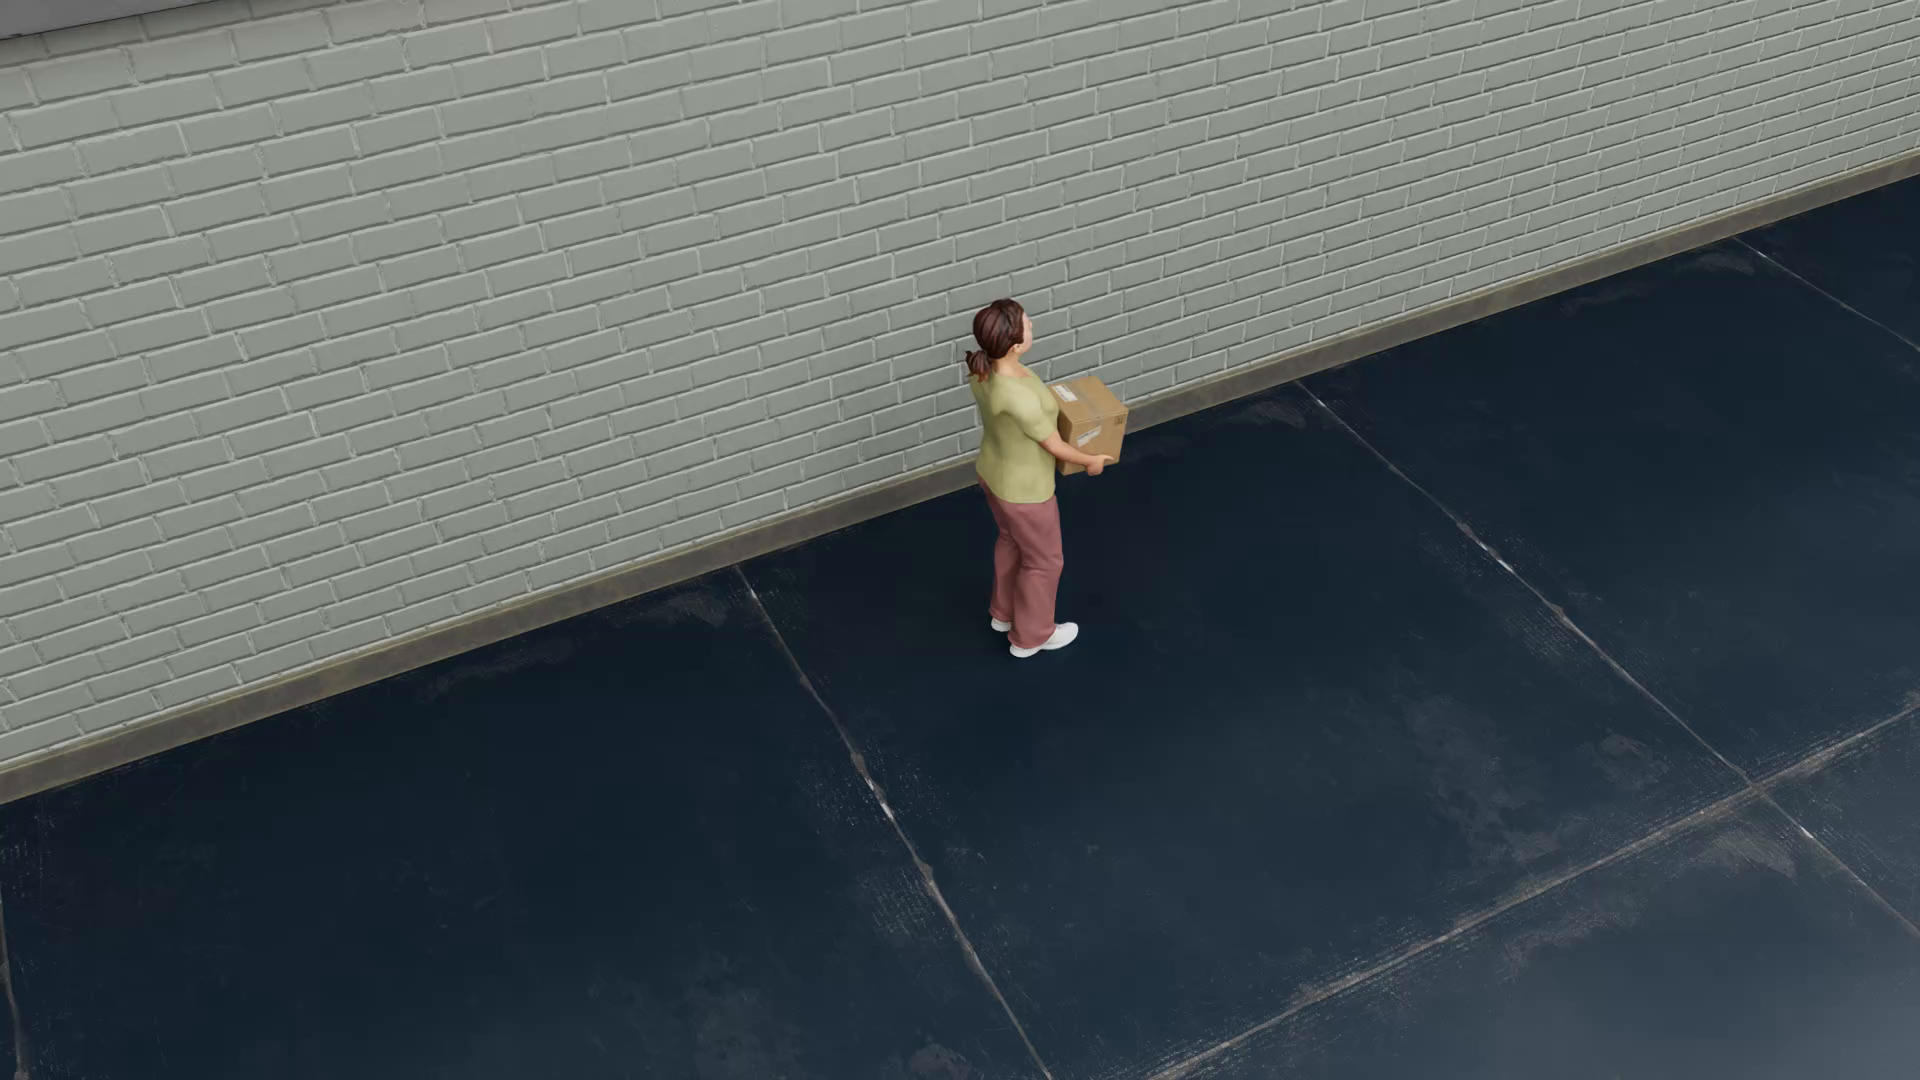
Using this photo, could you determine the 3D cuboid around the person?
[{"bbox_3d":[0.277,-0.245,6.446,0.559,1.662,0.427,-19,45,-20],"label":"person"}]
